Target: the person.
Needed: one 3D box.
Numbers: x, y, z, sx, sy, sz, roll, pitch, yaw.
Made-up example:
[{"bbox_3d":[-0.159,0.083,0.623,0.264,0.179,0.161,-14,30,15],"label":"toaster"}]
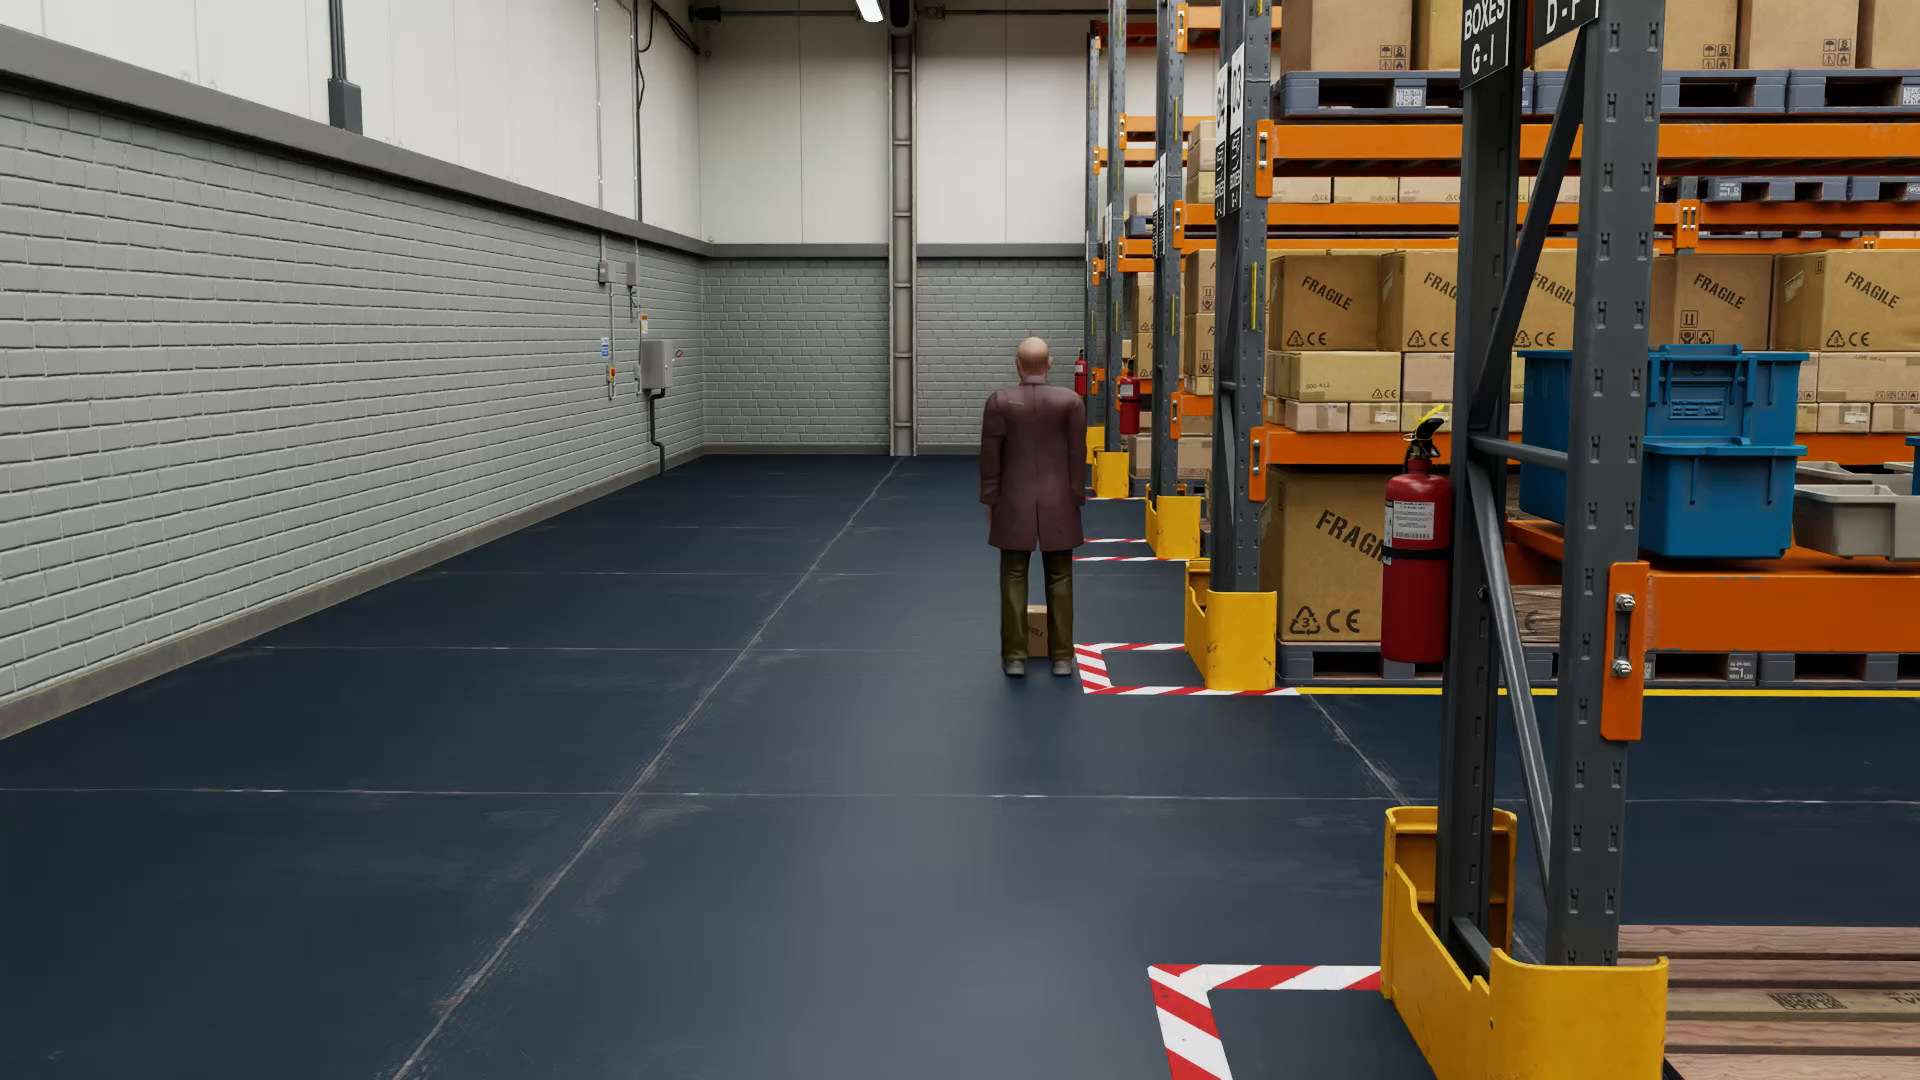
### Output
[{"bbox_3d":[0.385,-0.178,8.797,0.562,1.773,0.379,0,7,2],"label":"person"}]
